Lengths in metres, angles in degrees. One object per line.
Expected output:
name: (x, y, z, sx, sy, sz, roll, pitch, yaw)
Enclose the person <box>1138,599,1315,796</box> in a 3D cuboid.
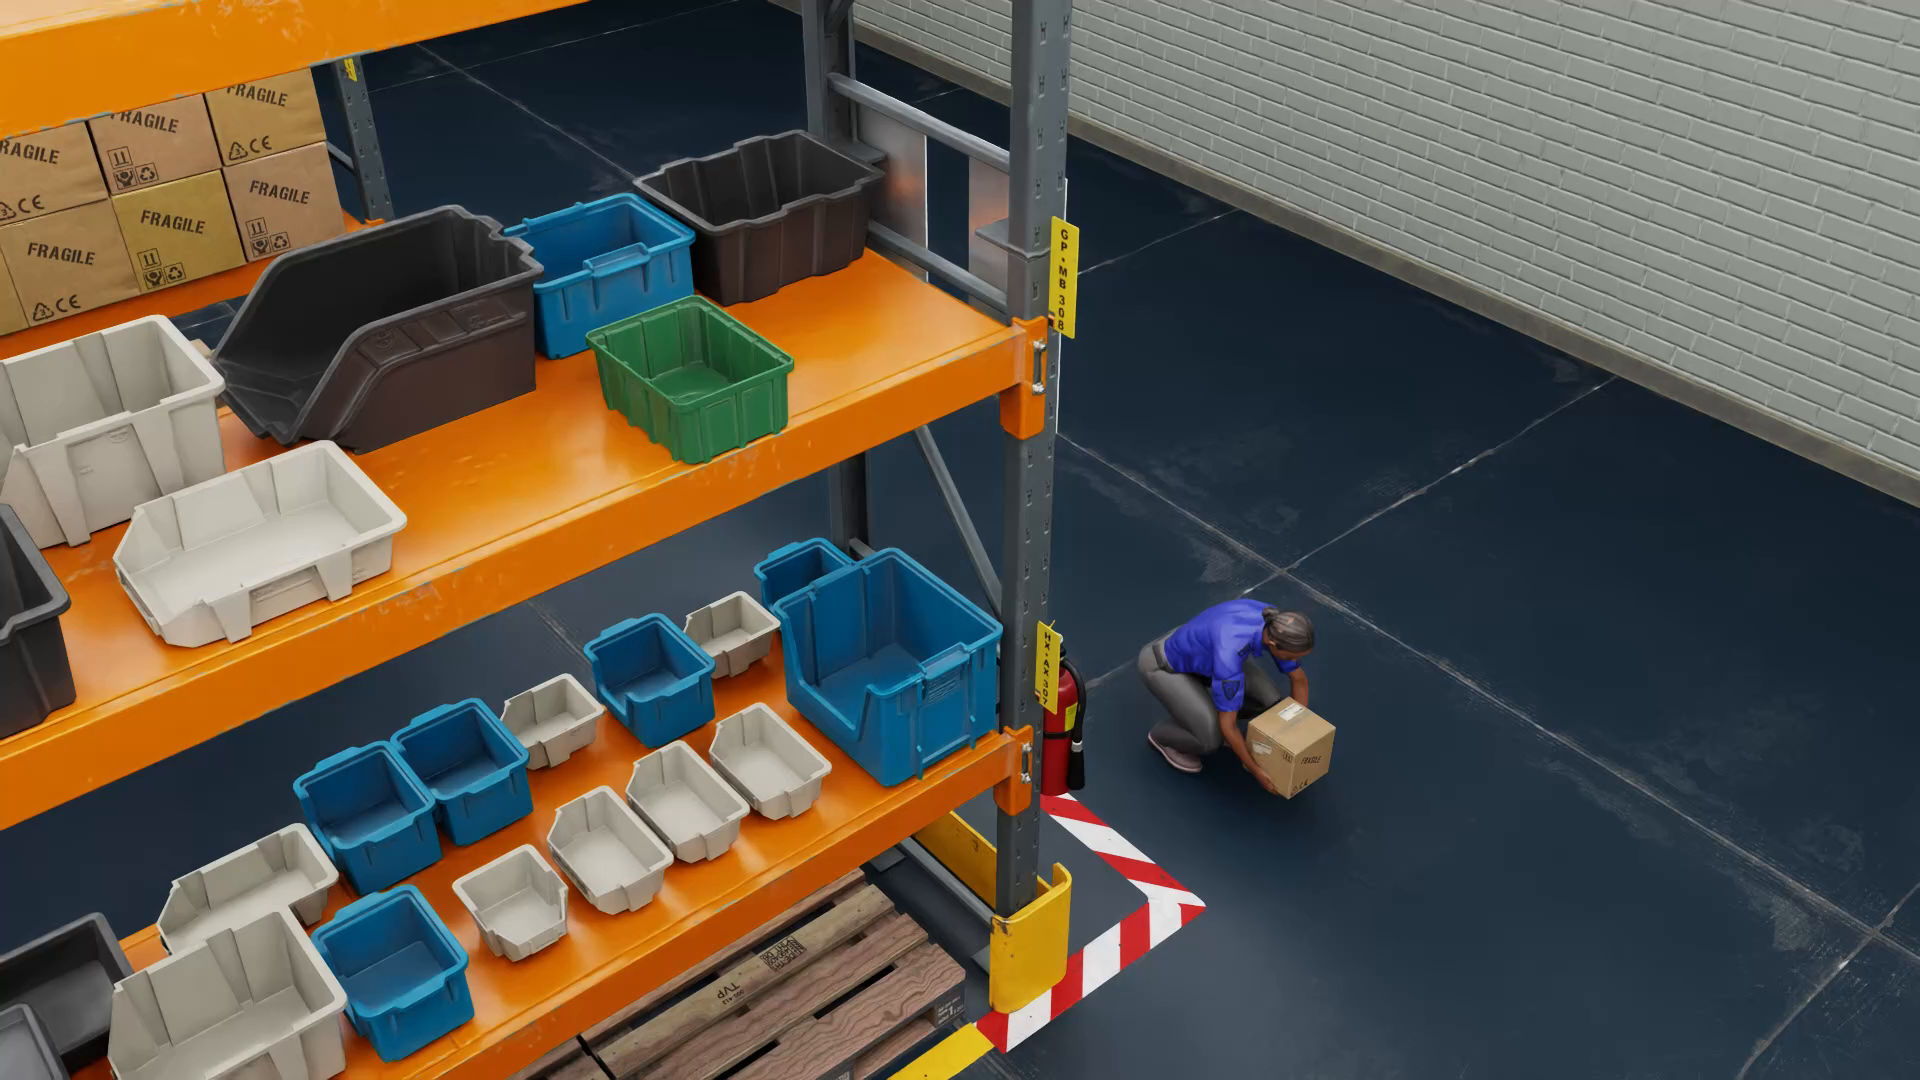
person: (1.136, 0.580, 6.925, 0.499, 0.916, 0.827, -26, 44, -31)
